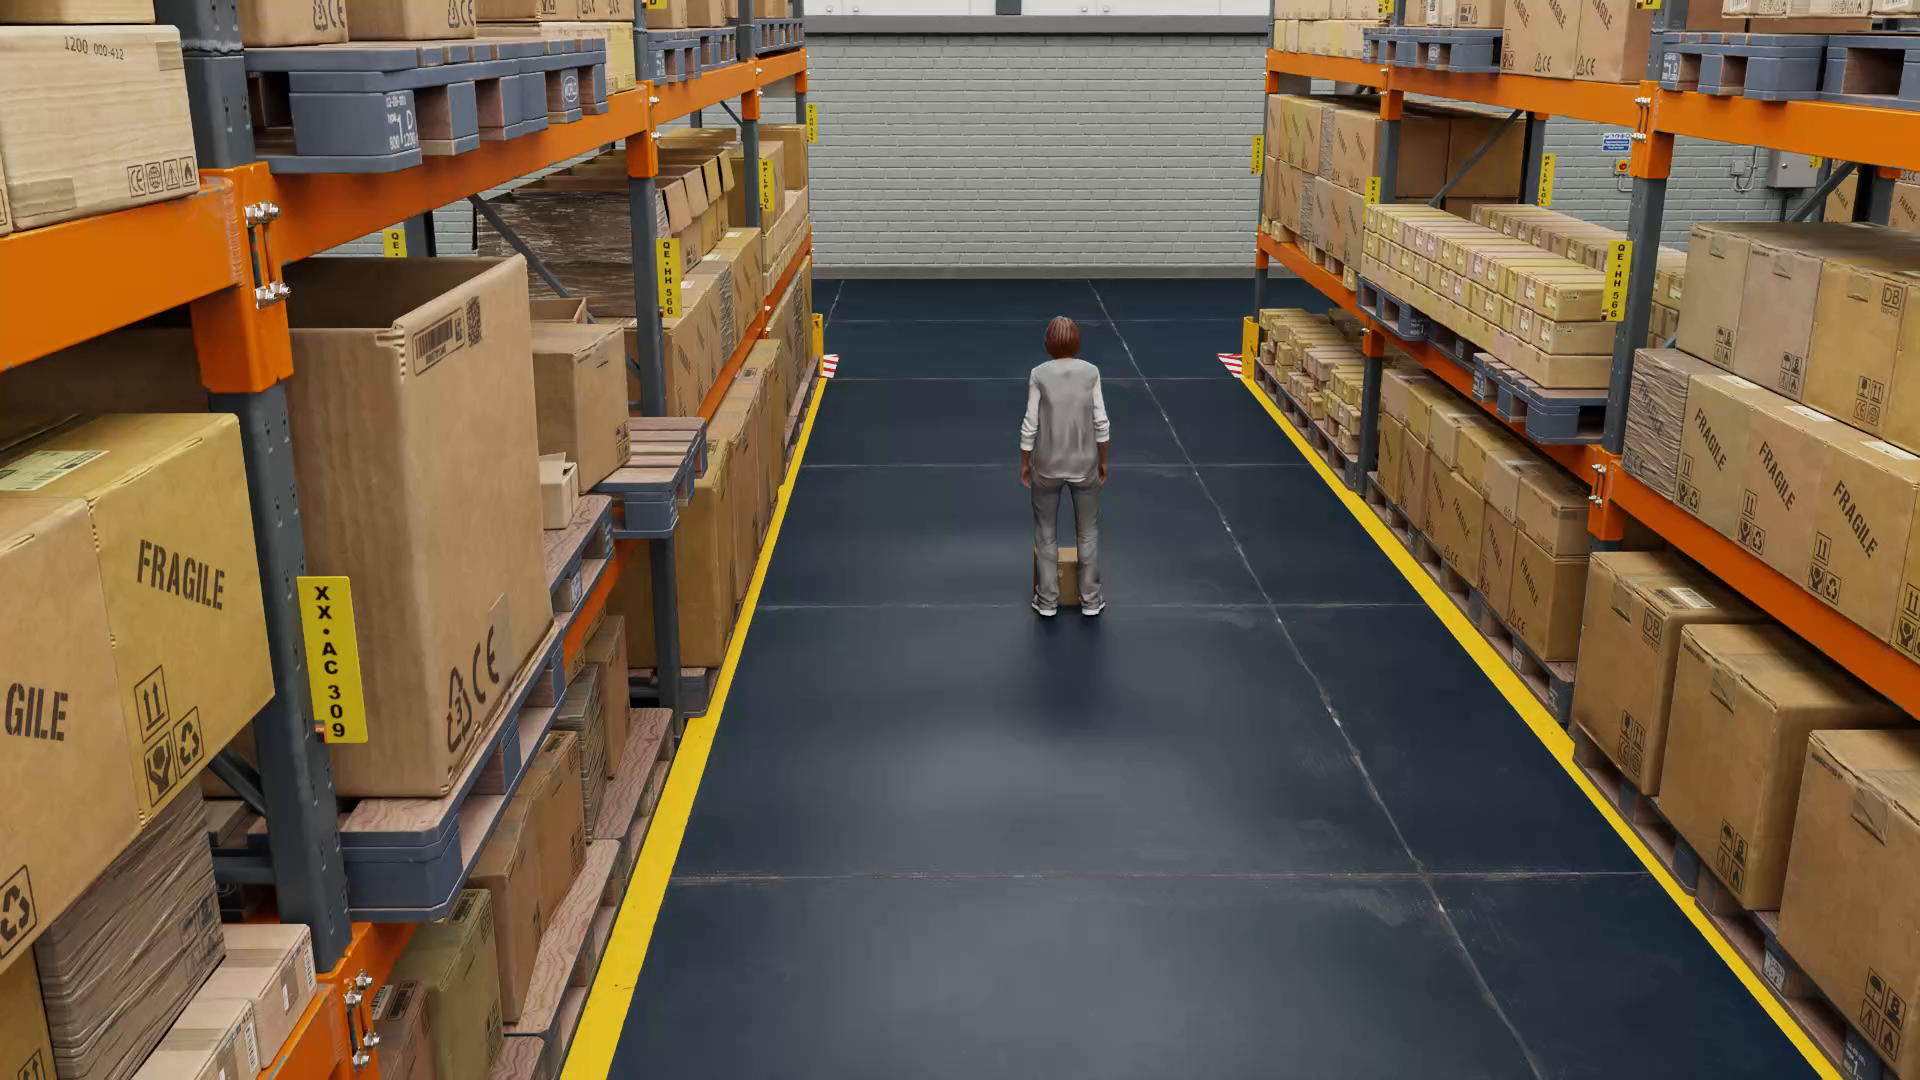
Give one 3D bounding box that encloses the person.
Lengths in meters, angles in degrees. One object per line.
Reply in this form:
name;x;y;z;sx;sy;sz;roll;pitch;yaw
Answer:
person;0.553;-0.366;8.754;0.476;1.581;0.348;-1;17;-2
